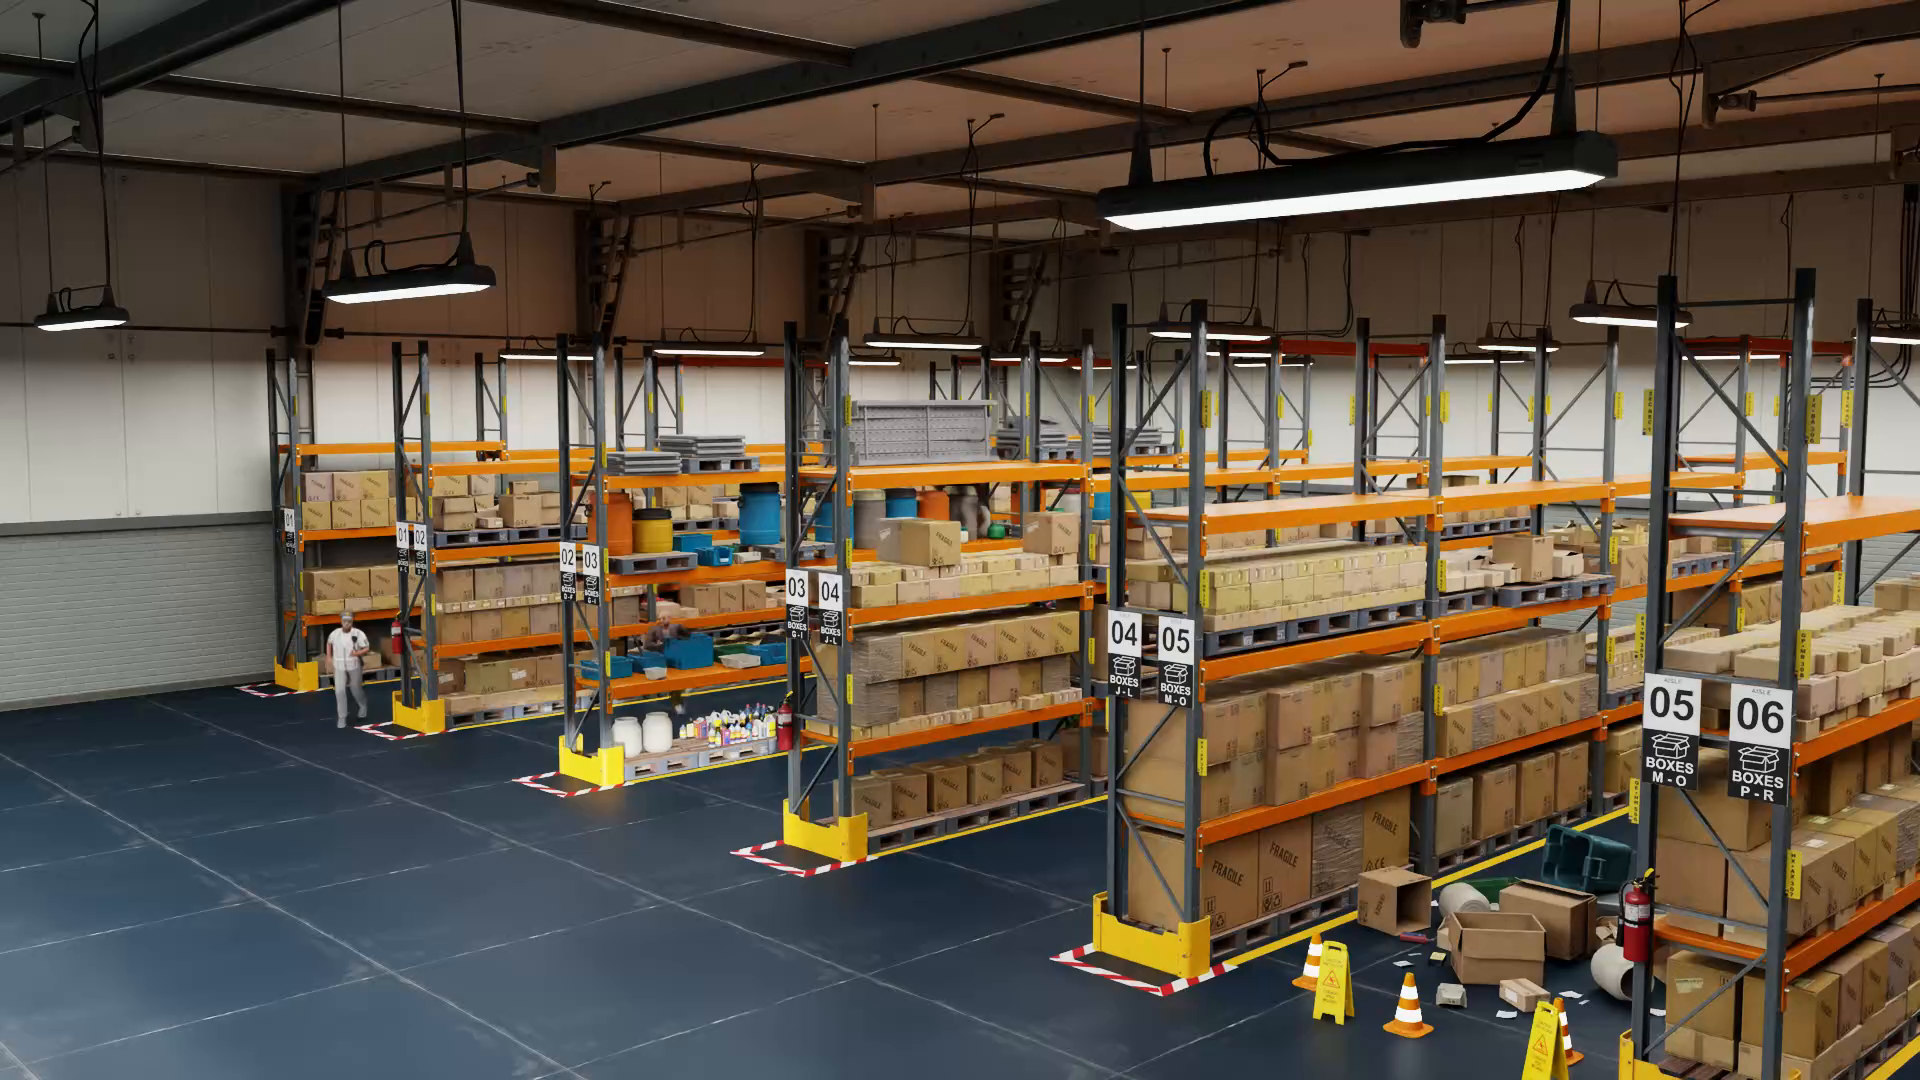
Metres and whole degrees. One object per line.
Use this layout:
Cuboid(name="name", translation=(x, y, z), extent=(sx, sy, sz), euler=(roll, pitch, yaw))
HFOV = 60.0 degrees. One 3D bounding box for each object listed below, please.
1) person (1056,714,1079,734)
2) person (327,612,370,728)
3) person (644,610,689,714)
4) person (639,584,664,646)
Cuboid(name="person", translation=(1.442, 2.012, 23.939), extent=(0.858, 1.608, 0.676), euler=(-3, 6, -34))
Cuboid(name="person", translation=(-9.634, 1.998, 26.197), extent=(0.680, 1.775, 0.995), euler=(-1, 5, -9))
Cuboid(name="person", translation=(-4.736, 1.991, 26.872), extent=(0.652, 1.743, 0.940), euler=(0, 5, 2))
Cuboid(name="person", translation=(-5.768, 1.642, 31.091), extent=(0.713, 1.674, 0.575), euler=(4, 6, 40))
